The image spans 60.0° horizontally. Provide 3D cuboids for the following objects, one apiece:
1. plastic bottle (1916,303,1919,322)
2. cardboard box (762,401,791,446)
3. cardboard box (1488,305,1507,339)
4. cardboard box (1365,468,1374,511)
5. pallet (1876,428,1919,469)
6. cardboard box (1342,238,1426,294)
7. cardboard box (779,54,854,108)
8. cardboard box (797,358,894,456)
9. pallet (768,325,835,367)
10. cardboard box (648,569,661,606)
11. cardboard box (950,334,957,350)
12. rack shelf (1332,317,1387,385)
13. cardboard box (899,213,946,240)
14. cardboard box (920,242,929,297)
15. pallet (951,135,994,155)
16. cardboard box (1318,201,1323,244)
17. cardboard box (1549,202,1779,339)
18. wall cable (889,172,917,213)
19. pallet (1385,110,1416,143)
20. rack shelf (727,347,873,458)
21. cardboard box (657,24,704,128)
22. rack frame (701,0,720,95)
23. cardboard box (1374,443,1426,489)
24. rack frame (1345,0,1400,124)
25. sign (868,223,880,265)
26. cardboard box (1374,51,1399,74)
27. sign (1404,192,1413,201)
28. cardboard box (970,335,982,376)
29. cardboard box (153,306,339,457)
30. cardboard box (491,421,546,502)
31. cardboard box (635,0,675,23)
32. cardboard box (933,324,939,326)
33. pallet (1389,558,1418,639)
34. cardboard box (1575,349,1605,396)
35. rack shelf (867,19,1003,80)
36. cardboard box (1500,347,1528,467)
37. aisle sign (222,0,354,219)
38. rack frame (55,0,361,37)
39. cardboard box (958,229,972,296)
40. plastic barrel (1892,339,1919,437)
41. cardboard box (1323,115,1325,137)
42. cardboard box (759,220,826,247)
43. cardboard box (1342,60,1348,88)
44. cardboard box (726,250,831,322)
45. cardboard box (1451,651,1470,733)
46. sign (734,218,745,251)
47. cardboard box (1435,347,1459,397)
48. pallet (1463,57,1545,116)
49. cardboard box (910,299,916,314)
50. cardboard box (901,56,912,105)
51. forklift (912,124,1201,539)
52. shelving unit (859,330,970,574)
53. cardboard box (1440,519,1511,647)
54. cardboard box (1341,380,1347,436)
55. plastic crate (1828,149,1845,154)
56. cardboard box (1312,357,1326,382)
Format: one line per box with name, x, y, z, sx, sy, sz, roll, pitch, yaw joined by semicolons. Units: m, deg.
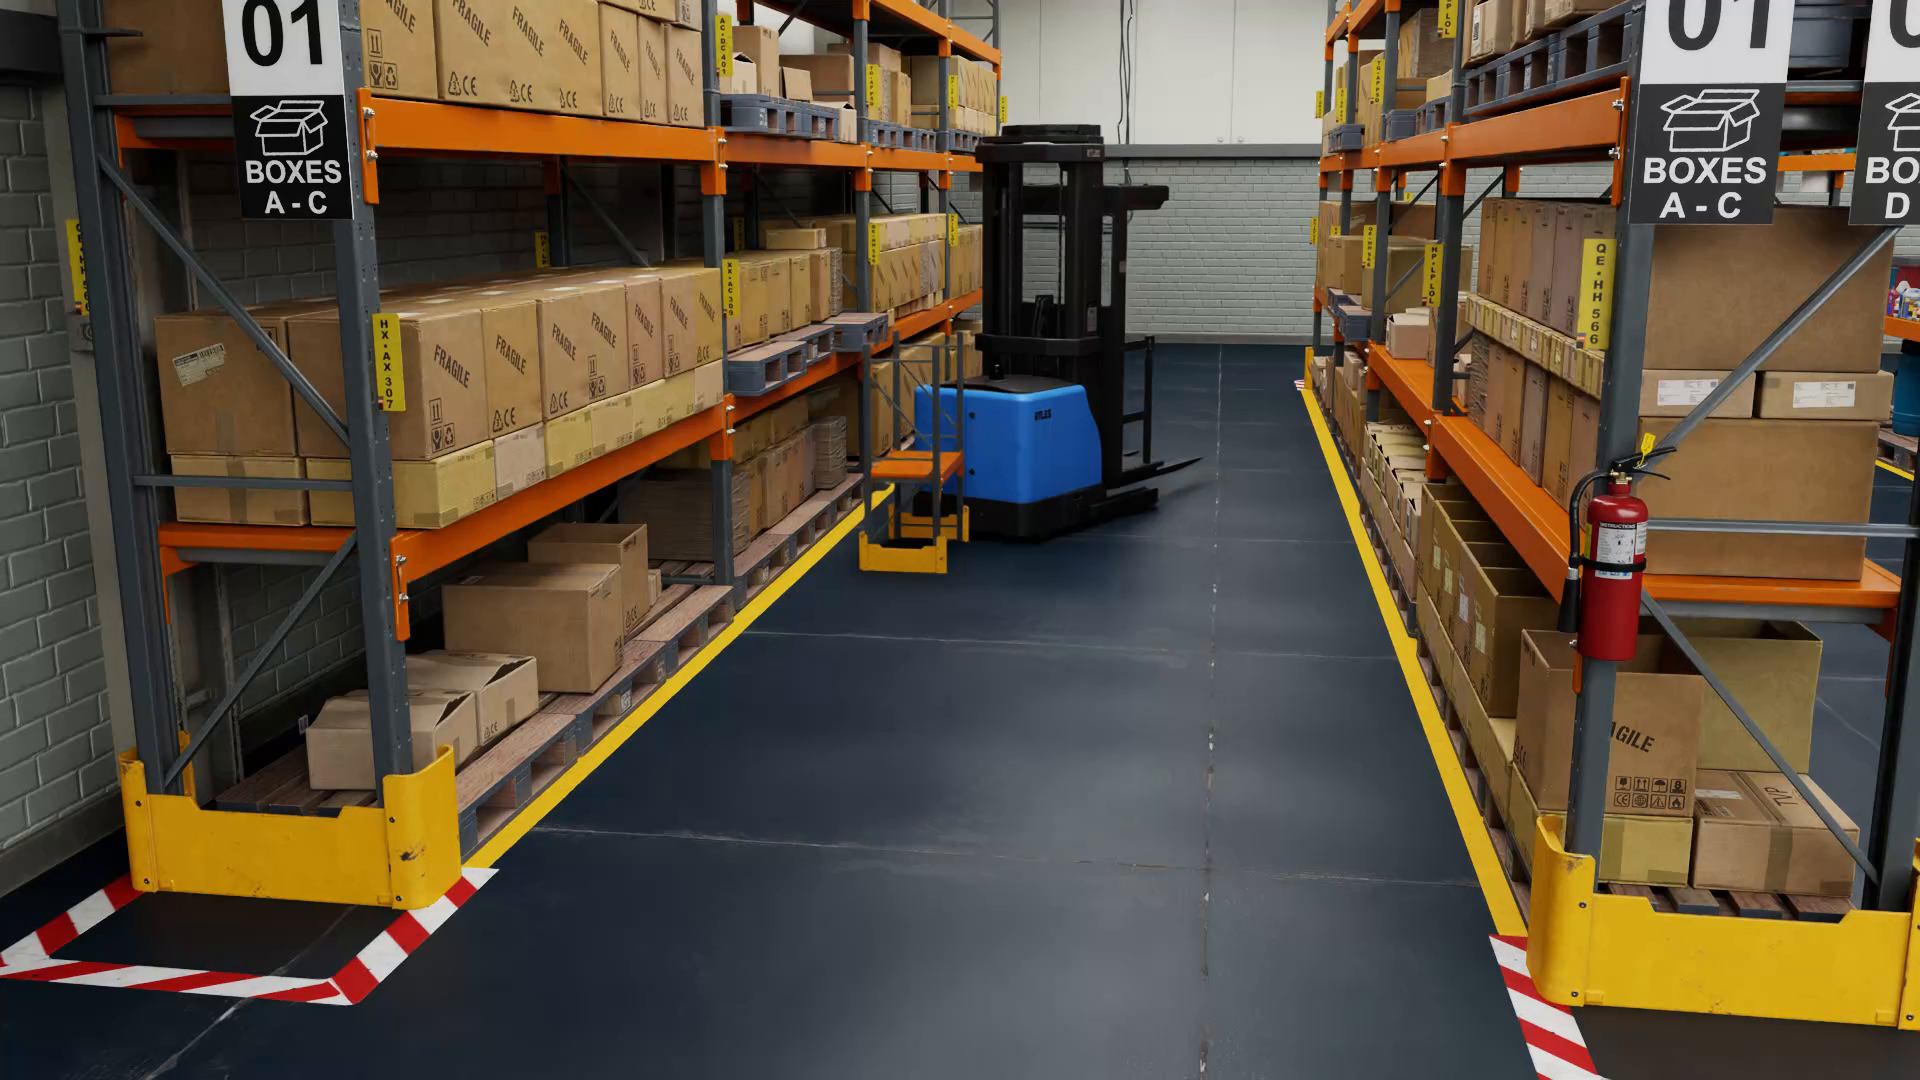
plastic bottle;8.598;-2.046;14.841;0.097;0.201;0.097;0;12;0
cardboard box;-1.510;-0.840;11.881;0.500;0.250;0.500;2;12;8
cardboard box;2.705;-1.019;7.825;0.380;0.149;0.250;2;12;8
cardboard box;3.221;-0.353;12.042;0.500;0.250;0.500;2;12;7
pallet;9.017;-0.845;15.414;1.003;0.211;1.213;2;12;9
cardboard box;3.946;-2.546;15.455;0.700;0.500;0.500;4;13;18
cardboard box;-1.211;-3.687;13.580;0.700;0.500;0.500;1;12;4
cardboard box;-0.985;-1.159;14.358;0.750;0.750;0.750;2;12;8
pallet;-1.491;-1.349;11.587;1.003;0.211;1.213;2;12;9
cardboard box;-1.895;0.259;9.352;0.380;0.166;0.250;0;12;1
cardboard box;-0.163;-2.207;18.510;0.380;0.149;0.250;2;12;11
rack shelf;3.976;-1.761;14.751;1.077;0.370;4.000;2;12;9
cardboard box;-0.431;-3.154;16.736;0.500;0.250;0.500;2;12;10
cardboard box;-0.588;-2.577;15.842;0.500;0.500;0.500;2;12;9
pallet;-0.101;-4.789;20.187;1.003;0.211;1.213;2;12;9
cardboard box;4.570;-3.815;19.966;0.500;0.500;0.500;2;12;10
cardboard box;2.682;-1.036;6.365;0.700;0.500;0.500;2;12;9
wall cable;-0.735;-4.315;22.484;0.084;1.984;1.851;2;12;9
pallet;3.652;-2.926;11.779;1.213;0.211;1.003;2;12;11
rack shelf;-1.535;-1.088;11.629;1.077;0.370;4.000;2;12;9
cardboard box;-1.676;-2.435;8.765;0.500;0.500;0.500;2;12;10
rack frame;-1.843;-3.956;8.989;1.000;3.000;0.127;2;12;9
cardboard box;3.144;-0.516;11.467;0.500;0.311;0.500;2;12;7
rack frame;4.283;-5.461;15.975;1.000;3.000;0.127;2;12;9
sign;-0.690;-2.368;13.299;0.100;0.325;0.005;2;12;9
cardboard box;3.930;-3.918;14.462;0.600;0.600;0.600;1;12;6
sign;5.444;-4.060;20.213;0.100;0.325;0.005;2;12;9
cardboard box;-0.083;-2.251;20.257;0.700;0.500;0.500;2;12;8
cardboard box;-2.595;-0.599;6.179;0.500;0.500;0.500;2;12;8
cardboard box;-2.003;-0.327;6.698;0.500;0.250;0.500;1;12;7
cardboard box;-1.726;-2.809;8.129;0.500;0.500;0.500;3;12;12
cardboard box;-0.339;-2.495;19.846;0.380;0.149;0.250;2;12;9
pallet;3.128;0.345;9.891;1.003;0.211;1.213;2;12;9
cardboard box;2.386;-0.590;5.835;0.380;0.149;0.250;2;12;8
rack shelf;-0.305;-5.490;18.766;1.077;0.370;4.000;2;12;9
cardboard box;2.835;-0.605;7.445;0.700;0.500;0.500;2;12;9
aisle sign;-2.172;-1.437;5.369;0.394;0.787;0.004;2;12;9
rack frame;-2.458;-3.123;5.125;1.000;3.000;0.127;2;12;9
cardboard box;-0.395;-3.099;18.543;0.980;0.700;0.700;2;12;7
plastic barrel;9.077;-1.434;15.513;0.600;0.901;0.708;2;12;9
cardboard box;4.562;-4.900;19.661;0.500;0.250;0.500;2;12;9
cardboard box;-1.414;-2.529;13.839;0.500;0.250;0.500;2;12;10
cardboard box;4.535;-4.948;18.102;0.700;0.500;0.500;2;12;9
cardboard box;-1.349;-1.904;12.428;0.700;0.500;0.500;1;12;3
cardboard box;2.447;0.674;7.275;0.500;0.250;0.500;2;12;9
sign;-1.776;-2.439;13.443;0.100;0.325;0.005;2;12;9
cardboard box;3.007;-0.987;9.771;0.396;0.266;0.258;2;12;7
pallet;2.947;-2.108;7.745;1.003;0.211;1.213;2;12;9
cardboard box;-0.623;-2.233;15.783;0.380;0.149;0.250;2;12;7
cardboard box;-0.735;-4.855;17.624;0.500;0.500;0.500;2;12;8
forklift;0.912;-1.699;12.921;1.130;2.935;3.031;9;15;34
shelving unit;-0.301;-0.631;11.363;0.587;1.500;1.083;2;12;9
cardboard box;2.518;0.203;7.680;0.500;0.500;0.500;2;12;9
cardboard box;3.813;-1.214;15.395;0.500;0.500;0.500;2;12;9
plastic crate;8.997;-3.982;16.856;0.293;0.136;0.466;2;12;9
cardboard box;4.458;-2.024;19.749;0.500;0.250;0.500;2;12;9
